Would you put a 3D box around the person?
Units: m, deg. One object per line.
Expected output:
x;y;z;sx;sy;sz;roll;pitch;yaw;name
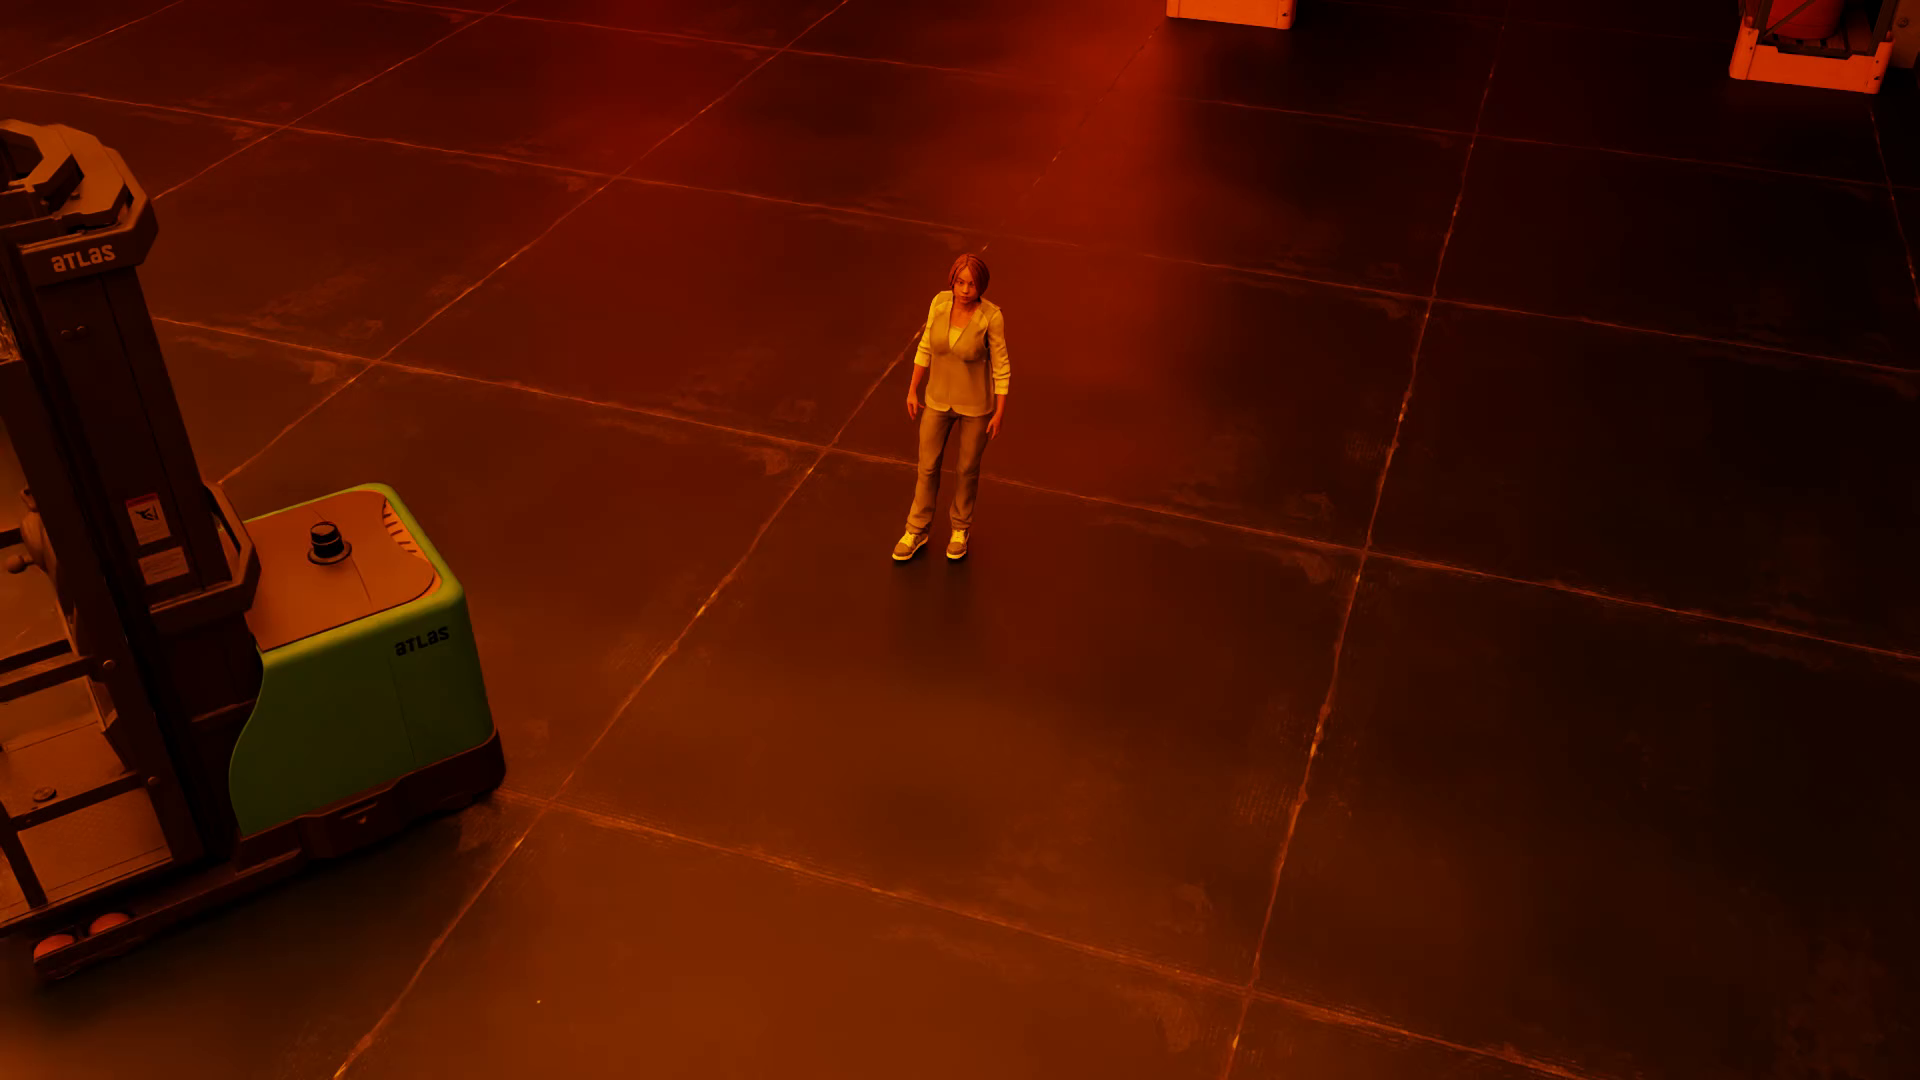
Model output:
-0.038;-0.620;8.126;0.520;1.597;0.475;12;37;16;person

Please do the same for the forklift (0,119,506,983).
-3.452;0.116;5.948;3.031;2.935;1.130;-21;40;-27;forklift
